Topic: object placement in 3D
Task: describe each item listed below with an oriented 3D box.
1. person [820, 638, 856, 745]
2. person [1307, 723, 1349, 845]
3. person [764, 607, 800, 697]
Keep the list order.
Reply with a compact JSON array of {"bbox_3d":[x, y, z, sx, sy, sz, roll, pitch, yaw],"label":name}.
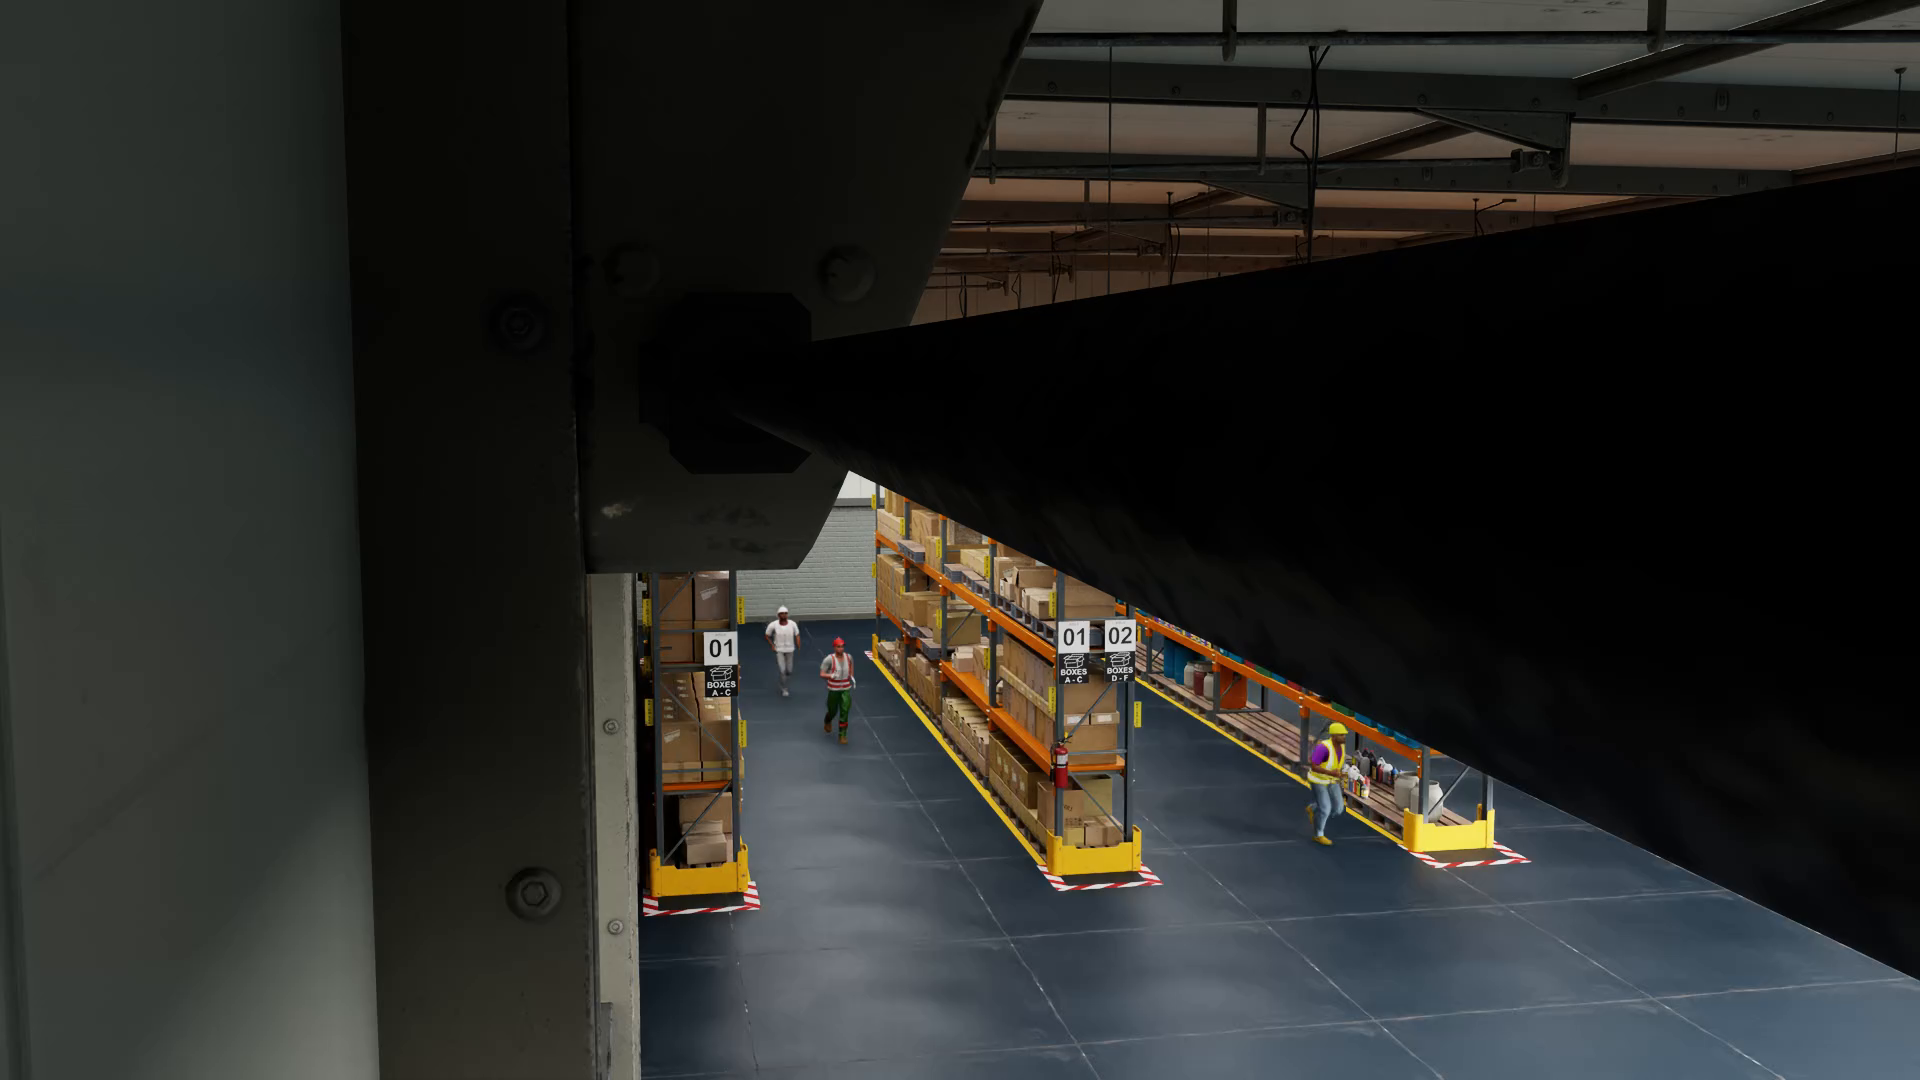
[{"bbox_3d":[-2.080,2.539,28.312,0.666,1.767,0.896,-2,6,-22],"label":"person"},{"bbox_3d":[4.893,3.234,22.136,0.688,1.683,0.730,-4,7,-35],"label":"person"},{"bbox_3d":[-3.457,2.154,32.432,0.701,1.732,0.680,-2,6,-17],"label":"person"}]
